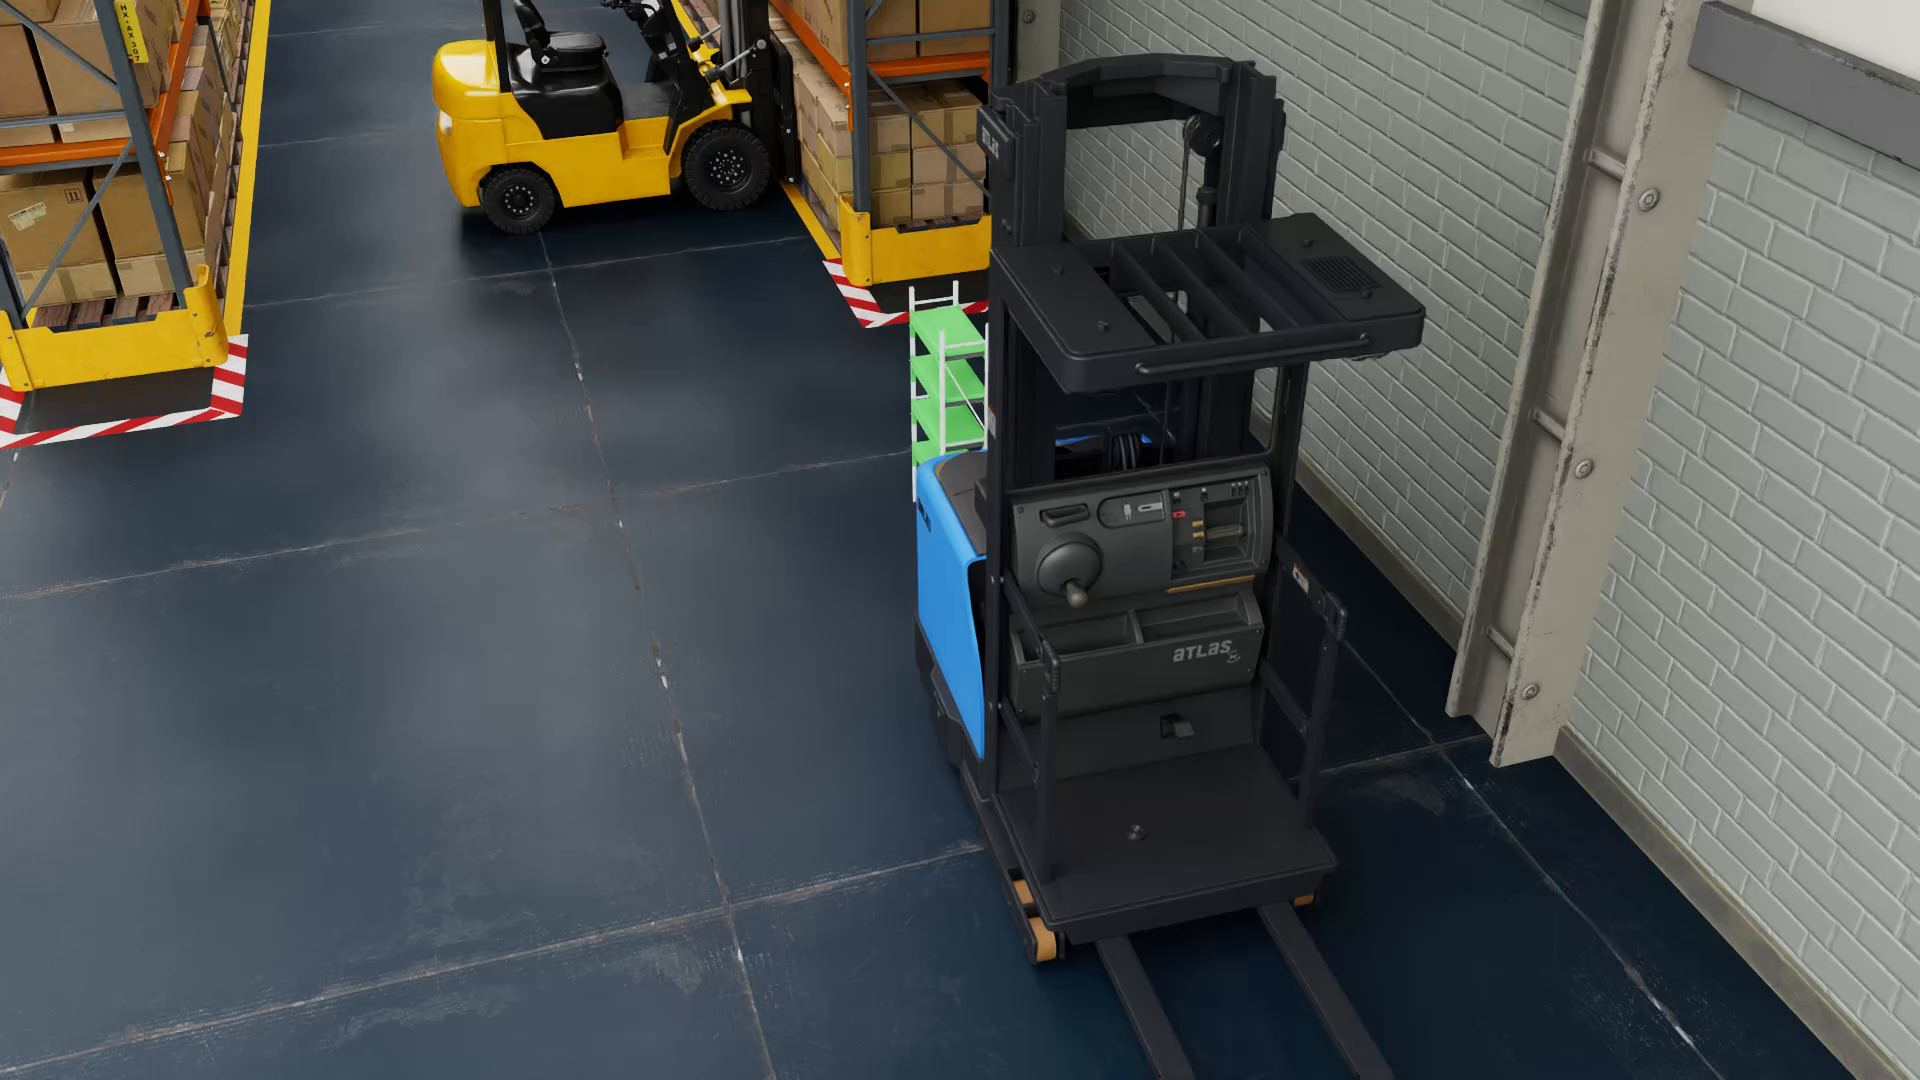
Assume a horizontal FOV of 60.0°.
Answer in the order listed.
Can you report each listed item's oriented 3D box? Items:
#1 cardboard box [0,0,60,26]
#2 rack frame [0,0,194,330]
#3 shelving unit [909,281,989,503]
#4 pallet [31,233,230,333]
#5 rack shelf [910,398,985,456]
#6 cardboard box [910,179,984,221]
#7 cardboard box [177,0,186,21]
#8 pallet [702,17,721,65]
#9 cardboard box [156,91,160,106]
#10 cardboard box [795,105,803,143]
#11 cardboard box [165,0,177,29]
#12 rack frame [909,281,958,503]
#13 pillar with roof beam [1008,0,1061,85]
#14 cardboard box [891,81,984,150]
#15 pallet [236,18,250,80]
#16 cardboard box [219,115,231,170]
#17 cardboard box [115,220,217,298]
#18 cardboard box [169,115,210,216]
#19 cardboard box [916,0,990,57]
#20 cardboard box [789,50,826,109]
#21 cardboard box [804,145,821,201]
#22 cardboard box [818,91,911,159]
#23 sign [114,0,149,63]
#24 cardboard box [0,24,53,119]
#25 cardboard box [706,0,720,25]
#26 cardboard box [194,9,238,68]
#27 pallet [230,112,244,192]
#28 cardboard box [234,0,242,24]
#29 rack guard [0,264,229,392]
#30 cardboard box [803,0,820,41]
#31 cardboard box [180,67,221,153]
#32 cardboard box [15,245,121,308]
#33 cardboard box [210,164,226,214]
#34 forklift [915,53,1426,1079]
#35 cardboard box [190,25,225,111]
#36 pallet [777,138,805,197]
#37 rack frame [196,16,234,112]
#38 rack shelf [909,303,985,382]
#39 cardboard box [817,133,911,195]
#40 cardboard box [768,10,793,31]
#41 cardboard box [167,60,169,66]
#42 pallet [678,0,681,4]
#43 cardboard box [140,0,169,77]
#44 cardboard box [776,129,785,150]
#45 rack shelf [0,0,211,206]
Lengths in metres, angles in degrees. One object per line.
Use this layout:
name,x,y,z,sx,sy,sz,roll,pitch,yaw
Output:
cardboard box,-5.279,-3.056,8.886,0.700,0.500,0.500,-11,35,-16
rack frame,-4.915,-2.241,8.921,1.000,3.000,0.127,-10,35,-15
shelving unit,-0.051,-0.587,8.051,0.258,1.200,0.503,-10,35,-15
pallet,-5.152,-1.550,10.404,1.003,0.211,1.213,-10,35,-15
rack shelf,-0.051,-0.534,8.086,0.258,0.148,0.480,-10,35,-15
cardboard box,-0.153,-2.397,11.269,0.500,0.250,0.500,-10,35,-15
cardboard box,-5.434,-3.586,11.184,0.380,0.149,0.250,-11,35,-15
pallet,-1.671,-4.395,14.709,1.003,0.211,1.213,-10,35,-15
cardboard box,-4.916,-2.633,9.741,0.380,0.149,0.250,-11,35,-16
cardboard box,-0.955,-3.050,11.805,0.500,0.250,0.500,-11,35,-16
cardboard box,-5.276,-3.507,10.475,0.500,0.500,0.500,-11,35,-16
rack frame,-0.125,-0.716,8.245,0.240,1.200,0.015,-10,35,-15
pillar with roof beam,-3.643,-5.374,8.220,9.100,9.000,0.400,-10,35,-15
cardboard box,-0.155,-2.807,10.984,0.500,0.250,0.500,-11,35,-15
pallet,-6.750,-4.228,14.457,1.003,0.211,1.213,-10,35,-15
cardboard box,-5.527,-2.826,11.919,0.500,0.250,0.500,-11,35,-16
cardboard box,-4.898,-1.739,10.274,0.500,0.250,0.500,-10,35,-15
cardboard box,-5.069,-2.338,10.501,0.500,0.500,0.500,-11,35,-17
cardboard box,-0.076,-3.426,10.624,0.500,0.500,0.500,-9,34,-13
cardboard box,-0.951,-3.243,11.643,0.500,0.250,0.500,-10,35,-14
cardboard box,-0.776,-2.562,11.520,0.500,0.250,0.500,-10,35,-15
cardboard box,-0.626,-2.712,10.840,0.500,0.250,0.500,-9,34,-13
sign,-4.398,-2.694,8.820,0.100,0.325,0.005,-10,35,-15
cardboard box,-5.343,-2.646,9.172,0.500,0.500,0.500,-11,35,-16
cardboard box,-1.808,-5.043,14.934,0.875,0.625,0.625,-10,35,-15
cardboard box,-6.520,-4.072,13.694,0.950,0.372,0.625,-8,34,-12
pallet,-5.897,-2.831,12.343,1.003,0.211,1.213,-10,35,-15
cardboard box,-6.960,-4.836,14.850,0.950,0.372,0.625,-11,35,-16
rack guard,-4.938,-1.238,9.670,1.175,0.500,0.348,-10,35,-15
cardboard box,-0.739,-3.608,10.898,0.500,0.500,0.500,-9,34,-13
cardboard box,-5.385,-2.882,11.324,0.500,0.500,0.500,-8,34,-12
cardboard box,-5.425,-1.661,10.156,0.500,0.250,0.500,-10,35,-15
cardboard box,-5.225,-2.293,11.112,0.500,0.250,0.500,-8,34,-12
forklift,0.693,0.047,5.520,1.130,2.935,3.031,-9,34,-13
cardboard box,-5.699,-3.417,12.133,0.500,0.500,0.500,-10,35,-15
pallet,-0.831,-2.948,12.520,1.003,0.211,1.213,-10,35,-15
rack frame,-6.135,-4.341,12.099,1.000,3.000,0.127,-10,35,-15
rack shelf,-0.051,-0.935,7.821,0.258,0.148,0.480,-10,35,-15
cardboard box,-0.635,-2.517,10.999,0.500,0.250,0.500,-10,35,-15
cardboard box,-1.251,-3.787,12.466,0.500,0.250,0.500,-9,34,-13
cardboard box,-5.060,-2.904,10.151,0.380,0.149,0.250,-9,35,-13
pallet,-2.415,-5.676,16.648,1.003,0.211,1.213,-10,35,-15
cardboard box,-4.956,-2.974,9.669,0.500,0.500,0.500,-9,35,-13
cardboard box,-1.100,-3.095,12.326,0.500,0.250,0.500,-9,34,-13
rack shelf,-5.525,-2.991,10.708,1.077,0.370,4.000,-10,35,-15
